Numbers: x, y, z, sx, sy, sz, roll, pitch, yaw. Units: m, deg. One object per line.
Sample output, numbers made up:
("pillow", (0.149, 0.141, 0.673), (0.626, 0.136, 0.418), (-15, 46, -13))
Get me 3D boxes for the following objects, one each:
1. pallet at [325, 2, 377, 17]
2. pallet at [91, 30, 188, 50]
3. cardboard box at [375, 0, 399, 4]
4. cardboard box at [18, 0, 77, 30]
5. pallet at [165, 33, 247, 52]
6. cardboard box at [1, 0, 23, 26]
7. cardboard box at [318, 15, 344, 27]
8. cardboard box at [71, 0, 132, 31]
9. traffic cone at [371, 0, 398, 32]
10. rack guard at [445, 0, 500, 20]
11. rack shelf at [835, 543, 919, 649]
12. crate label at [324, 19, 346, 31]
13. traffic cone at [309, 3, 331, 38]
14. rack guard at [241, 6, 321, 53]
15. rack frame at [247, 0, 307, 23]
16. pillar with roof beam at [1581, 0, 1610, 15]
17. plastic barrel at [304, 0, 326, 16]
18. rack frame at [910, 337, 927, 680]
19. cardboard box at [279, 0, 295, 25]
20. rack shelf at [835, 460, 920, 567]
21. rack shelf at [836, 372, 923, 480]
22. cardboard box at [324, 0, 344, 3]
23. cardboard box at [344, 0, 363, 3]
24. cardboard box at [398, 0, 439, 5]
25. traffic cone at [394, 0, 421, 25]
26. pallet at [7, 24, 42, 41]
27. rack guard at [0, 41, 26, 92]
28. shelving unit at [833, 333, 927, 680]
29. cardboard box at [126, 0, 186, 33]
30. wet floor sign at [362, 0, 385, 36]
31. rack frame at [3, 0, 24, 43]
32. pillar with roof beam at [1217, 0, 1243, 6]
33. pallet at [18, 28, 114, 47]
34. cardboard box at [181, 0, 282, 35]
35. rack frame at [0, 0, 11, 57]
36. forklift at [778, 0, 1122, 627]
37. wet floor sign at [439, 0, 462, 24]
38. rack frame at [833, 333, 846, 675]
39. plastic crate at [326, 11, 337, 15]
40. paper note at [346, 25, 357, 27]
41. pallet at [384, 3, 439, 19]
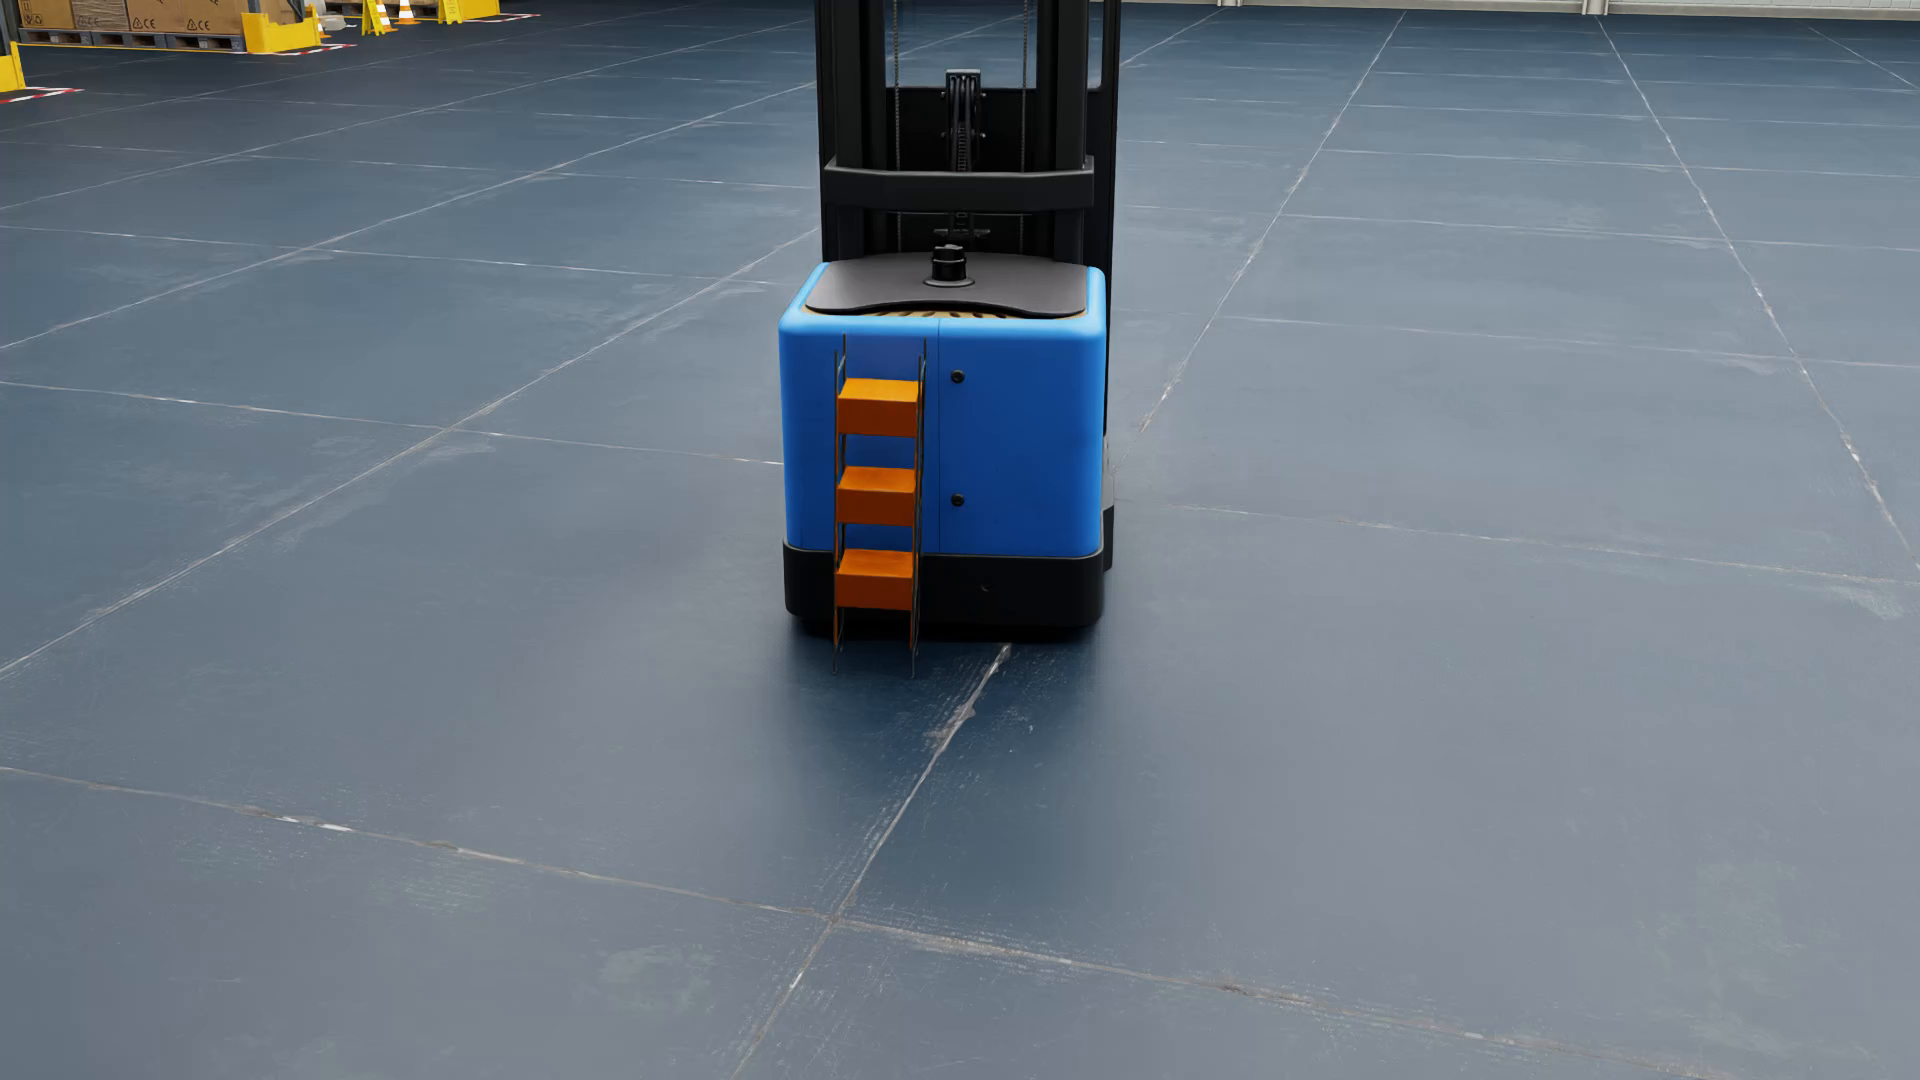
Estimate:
("pallet", (-9.803, -8.785, 27.409), (1.213, 0.211, 1.003), (7, 23, 16))
("pallet", (-11.084, -6.924, 22.873), (1.213, 0.211, 1.003), (7, 23, 15))
("cardboard box", (-9.144, -8.803, 26.848), (0.500, 0.250, 0.500), (7, 23, 16))
("cardboard box", (-12.379, -7.576, 23.034), (0.875, 0.875, 0.875), (7, 23, 16))
("pallet", (-9.920, -6.790, 22.545), (1.213, 0.211, 1.003), (7, 23, 15))
("cardboard box", (-13.581, -7.648, 23.374), (0.750, 0.750, 1.050), (6, 23, 15))
("cardboard box", (-9.636, -7.921, 25.385), (0.380, 0.149, 0.250), (-20, 29, -39))
("cardboard box", (-11.515, -7.479, 22.796), (0.875, 0.875, 0.875), (7, 23, 16))
("traffic cone", (-8.578, -7.795, 24.663), (0.334, 0.463, 0.336), (7, 23, 16))
("rack guard", (-7.871, -8.682, 26.778), (0.348, 0.500, 1.175), (7, 23, 16))
("rack shelf", (-0.259, 0.174, 5.212), (0.240, 0.259, 0.215), (3, 22, 3))
("crate label", (-9.349, -7.708, 24.880), (0.298, 0.136, 0.250), (-5, 23, -12))
("traffic cone", (-9.230, -7.421, 23.753), (0.334, 0.463, 0.336), (7, 23, 16))
("rack guard", (-9.109, -6.862, 22.339), (0.348, 0.500, 1.175), (7, 23, 16))
("rack frame", (-9.132, -8.021, 21.872), (0.127, 3.000, 1.000), (7, 23, 16))
("pillar with roof beam", (9.215, -11.276, 21.903), (0.400, 9.000, 9.100), (7, 23, 16))
("plastic barrel", (-10.213, -8.315, 25.983), (0.512, 0.421, 0.421), (-14, 26, -30))
("rack frame", (-0.127, -0.086, 5.096), (0.008, 1.050, 0.200), (3, 22, 3))
("cardboard box", (-10.211, -7.948, 24.984), (0.637, 0.503, 0.797), (-9, 24, -21))
("rack shelf", (-0.249, -0.083, 5.106), (0.240, 0.259, 0.215), (3, 22, 3))
("rack shelf", (-0.239, -0.345, 4.998), (0.240, 0.259, 0.215), (3, 22, 3))
("cardboard box", (-10.118, -8.917, 27.125), (0.500, 0.250, 0.500), (6, 23, 15))
("cardboard box", (-9.646, -8.858, 26.983), (0.500, 0.250, 0.500), (6, 23, 14))
("cardboard box", (-8.673, -8.746, 26.709), (0.500, 0.250, 0.500), (6, 23, 15))
("traffic cone", (-8.583, -8.235, 25.737), (0.334, 0.463, 0.336), (7, 23, 16))
("pallet", (-13.722, -7.226, 23.609), (1.213, 0.211, 1.003), (7, 23, 16))
("rack guard", (-10.734, -5.082, 18.000), (0.348, 0.500, 1.175), (7, 23, 16))
("shelving unit", (-0.249, -0.093, 5.102), (0.252, 1.050, 0.215), (3, 22, 3))
("cardboard box", (-10.643, -7.378, 22.551), (0.875, 0.875, 0.875), (6, 23, 15))
("wet floor sign", (-8.532, -7.648, 24.064), (0.232, 0.644, 0.267), (3, 22, 6))
("rack frame", (-12.961, -8.459, 22.940), (0.127, 3.000, 1.000), (7, 23, 16))
("pillar with roof beam", (3.470, -11.934, 23.506), (0.400, 9.000, 9.100), (7, 23, 16))
("pallet", (-12.256, -7.057, 23.197), (1.213, 0.211, 1.003), (7, 23, 15))
("cardboard box", (-9.800, -7.283, 22.318), (0.875, 0.875, 0.875), (7, 23, 16))
("rack frame", (-10.661, -6.230, 17.505), (0.127, 3.000, 1.000), (7, 23, 16))
("forklift", (0.046, -1.592, 6.290), (1.130, 2.935, 3.031), (2, 22, 4))
("wet floor sign", (-7.926, -8.332, 25.731), (0.232, 0.644, 0.267), (16, 27, 34))
("rack frame", (-0.370, -0.100, 5.108), (0.008, 1.050, 0.200), (3, 22, 3))
("plastic crate", (-10.362, -8.448, 26.760), (0.583, 0.080, 0.402), (-1, 22, -3))
("paper note", (-9.279, -7.837, 25.336), (0.142, 0.019, 0.148), (-1, 22, -3))
("pallet", (-8.639, -8.651, 27.081), (1.213, 0.211, 1.003), (7, 23, 16))
